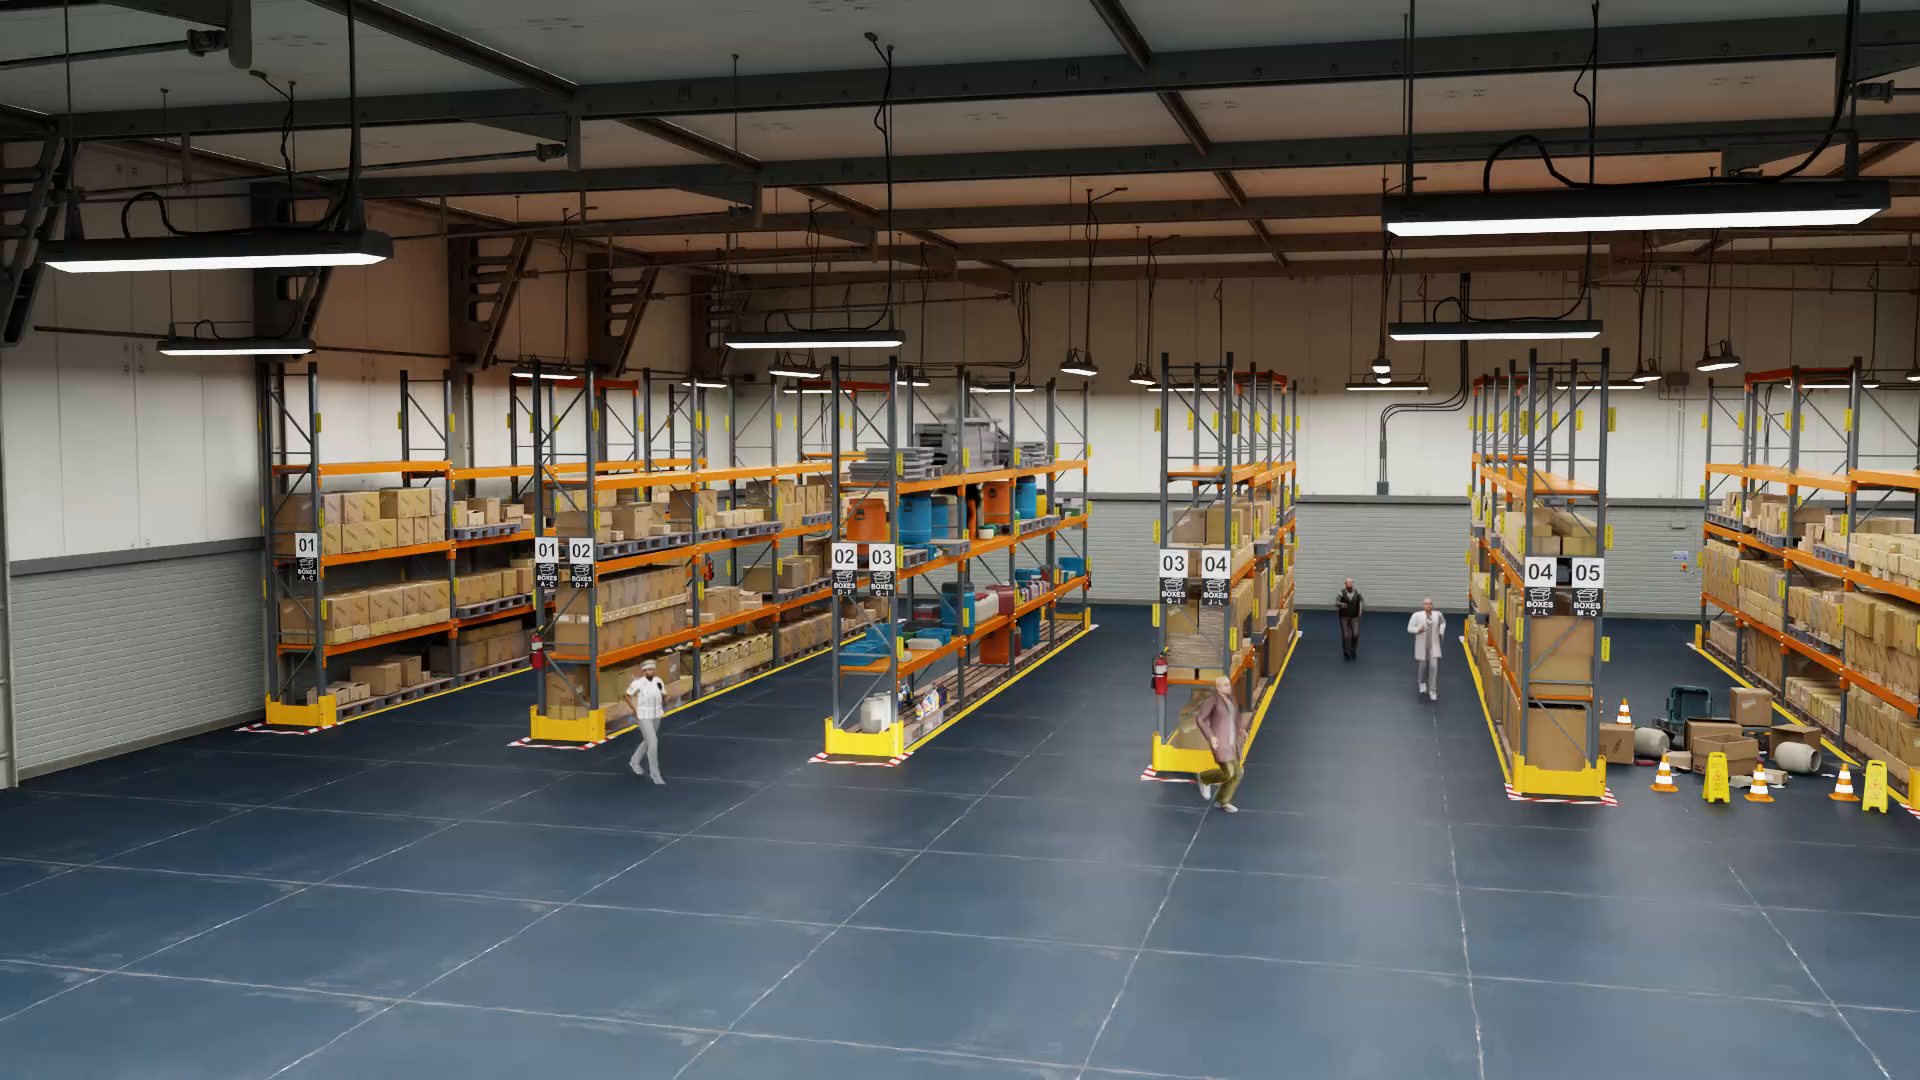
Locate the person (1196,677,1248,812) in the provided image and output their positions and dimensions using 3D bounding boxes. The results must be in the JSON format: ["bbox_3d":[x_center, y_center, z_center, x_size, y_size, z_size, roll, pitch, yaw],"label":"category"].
[{"bbox_3d":[3.395,2.632,21.532,0.720,1.739,0.641,-3,5,-39],"label":"person"}]

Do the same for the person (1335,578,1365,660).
[{"bbox_3d":[8.257,1.679,35.203,0.640,1.738,0.669,1,4,8],"label":"person"}]

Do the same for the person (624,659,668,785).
[{"bbox_3d":[-4.355,2.522,23.317,0.811,1.745,0.556,4,5,42],"label":"person"}]

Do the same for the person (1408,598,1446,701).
[{"bbox_3d":[8.522,1.956,30.345,0.701,1.808,0.986,1,4,10],"label":"person"}]
